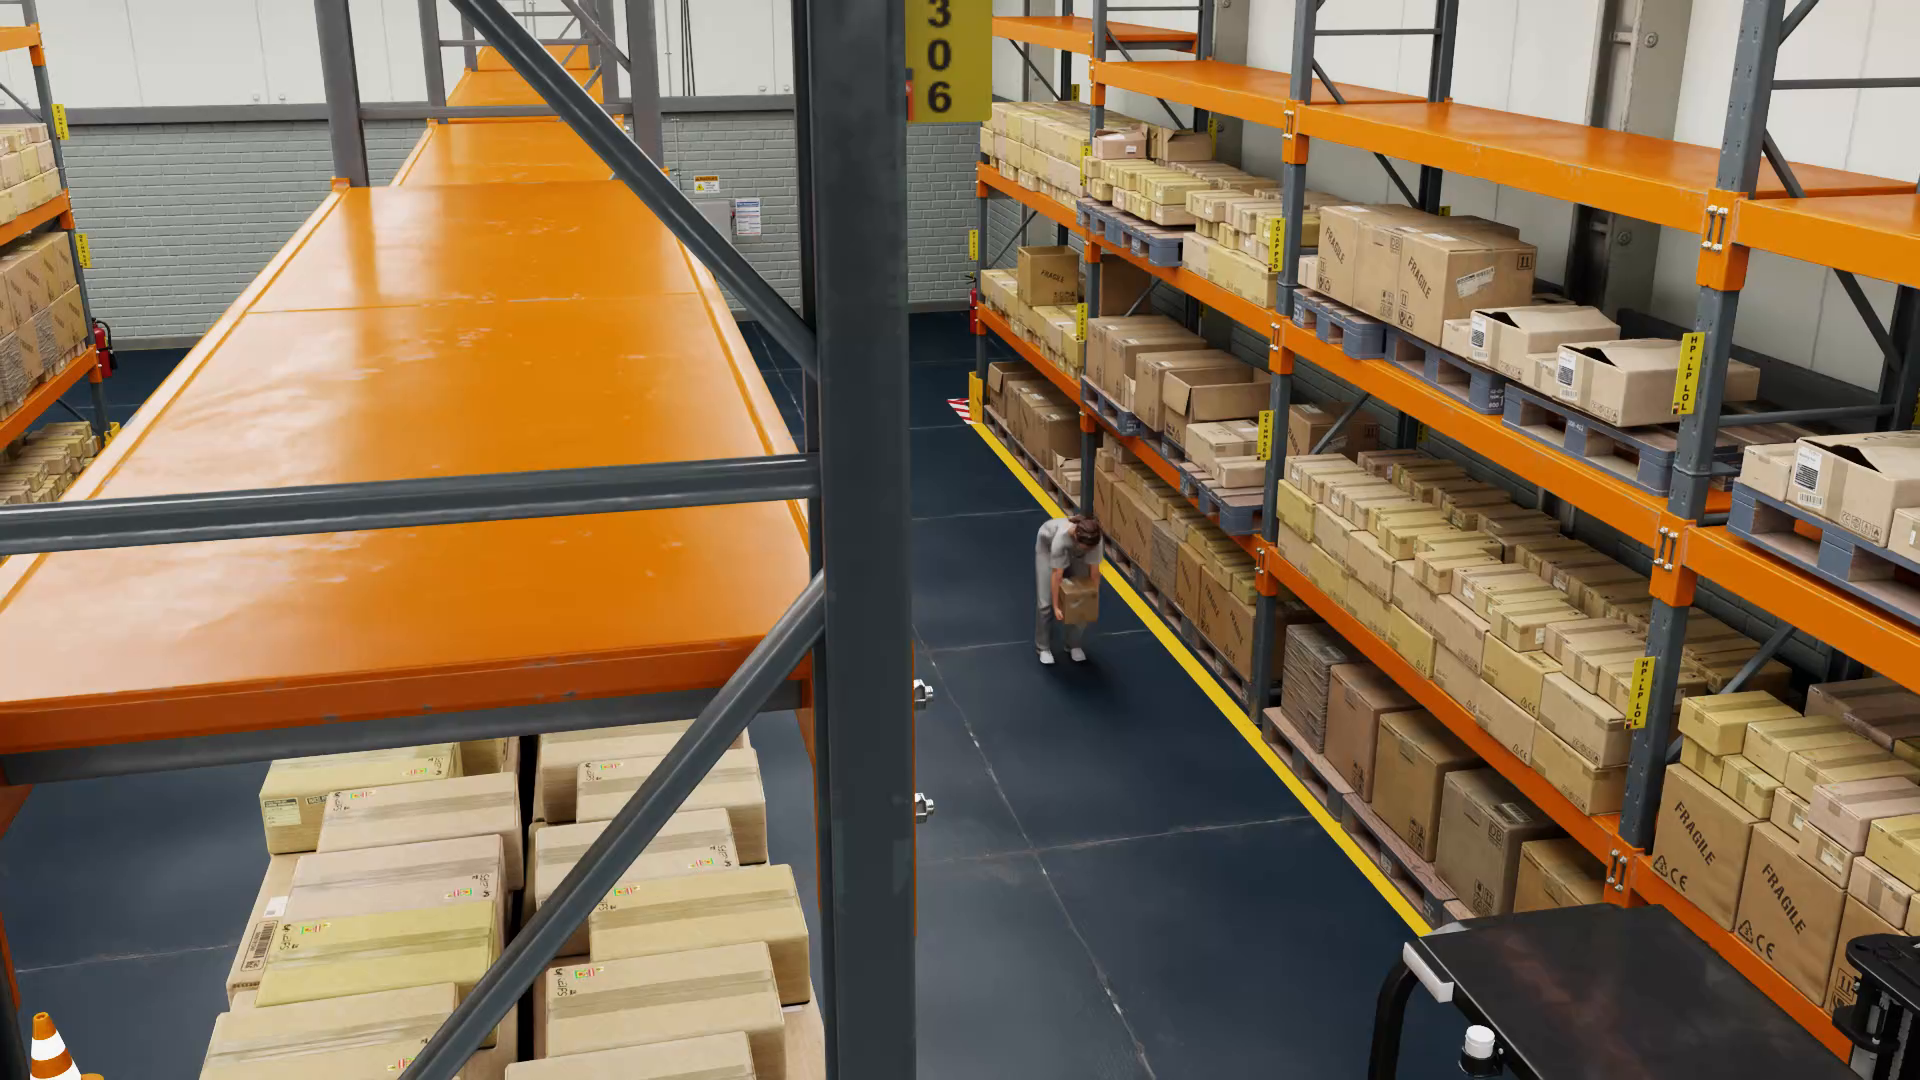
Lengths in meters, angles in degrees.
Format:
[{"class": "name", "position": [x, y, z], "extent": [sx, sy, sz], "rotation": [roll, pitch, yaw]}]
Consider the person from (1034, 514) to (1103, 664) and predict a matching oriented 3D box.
[{"class": "person", "position": [0.802, 0.352, 12.007], "extent": [0.414, 1.252, 0.834], "rotation": [-5, 20, -15]}]
